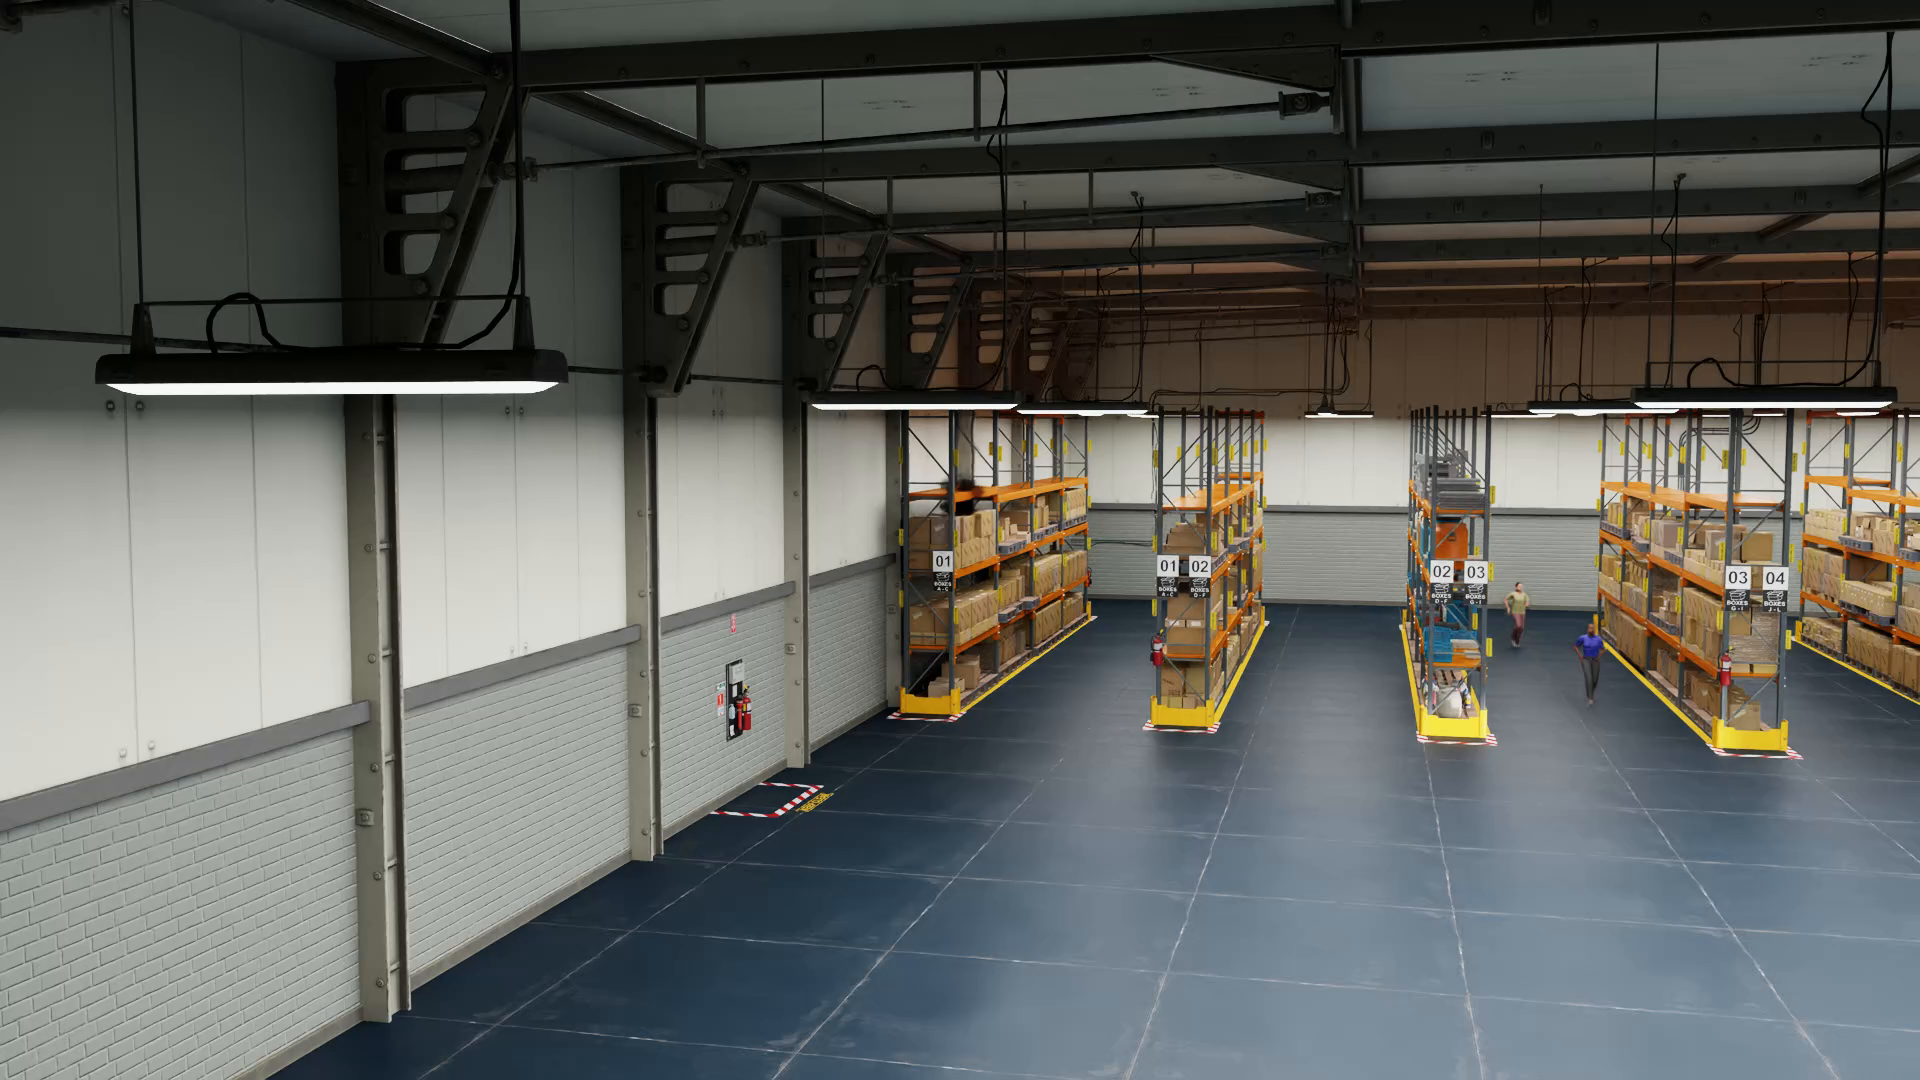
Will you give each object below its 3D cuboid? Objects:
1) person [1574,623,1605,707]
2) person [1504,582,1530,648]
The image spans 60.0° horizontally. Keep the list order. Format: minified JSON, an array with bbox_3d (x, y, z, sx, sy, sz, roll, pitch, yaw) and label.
[{"bbox_3d":[12.735,2.503,33.633,0.585,1.639,0.705,1,4,9],"label":"person"},{"bbox_3d":[14.078,1.884,41.912,0.550,1.648,0.653,0,4,-5],"label":"person"}]
